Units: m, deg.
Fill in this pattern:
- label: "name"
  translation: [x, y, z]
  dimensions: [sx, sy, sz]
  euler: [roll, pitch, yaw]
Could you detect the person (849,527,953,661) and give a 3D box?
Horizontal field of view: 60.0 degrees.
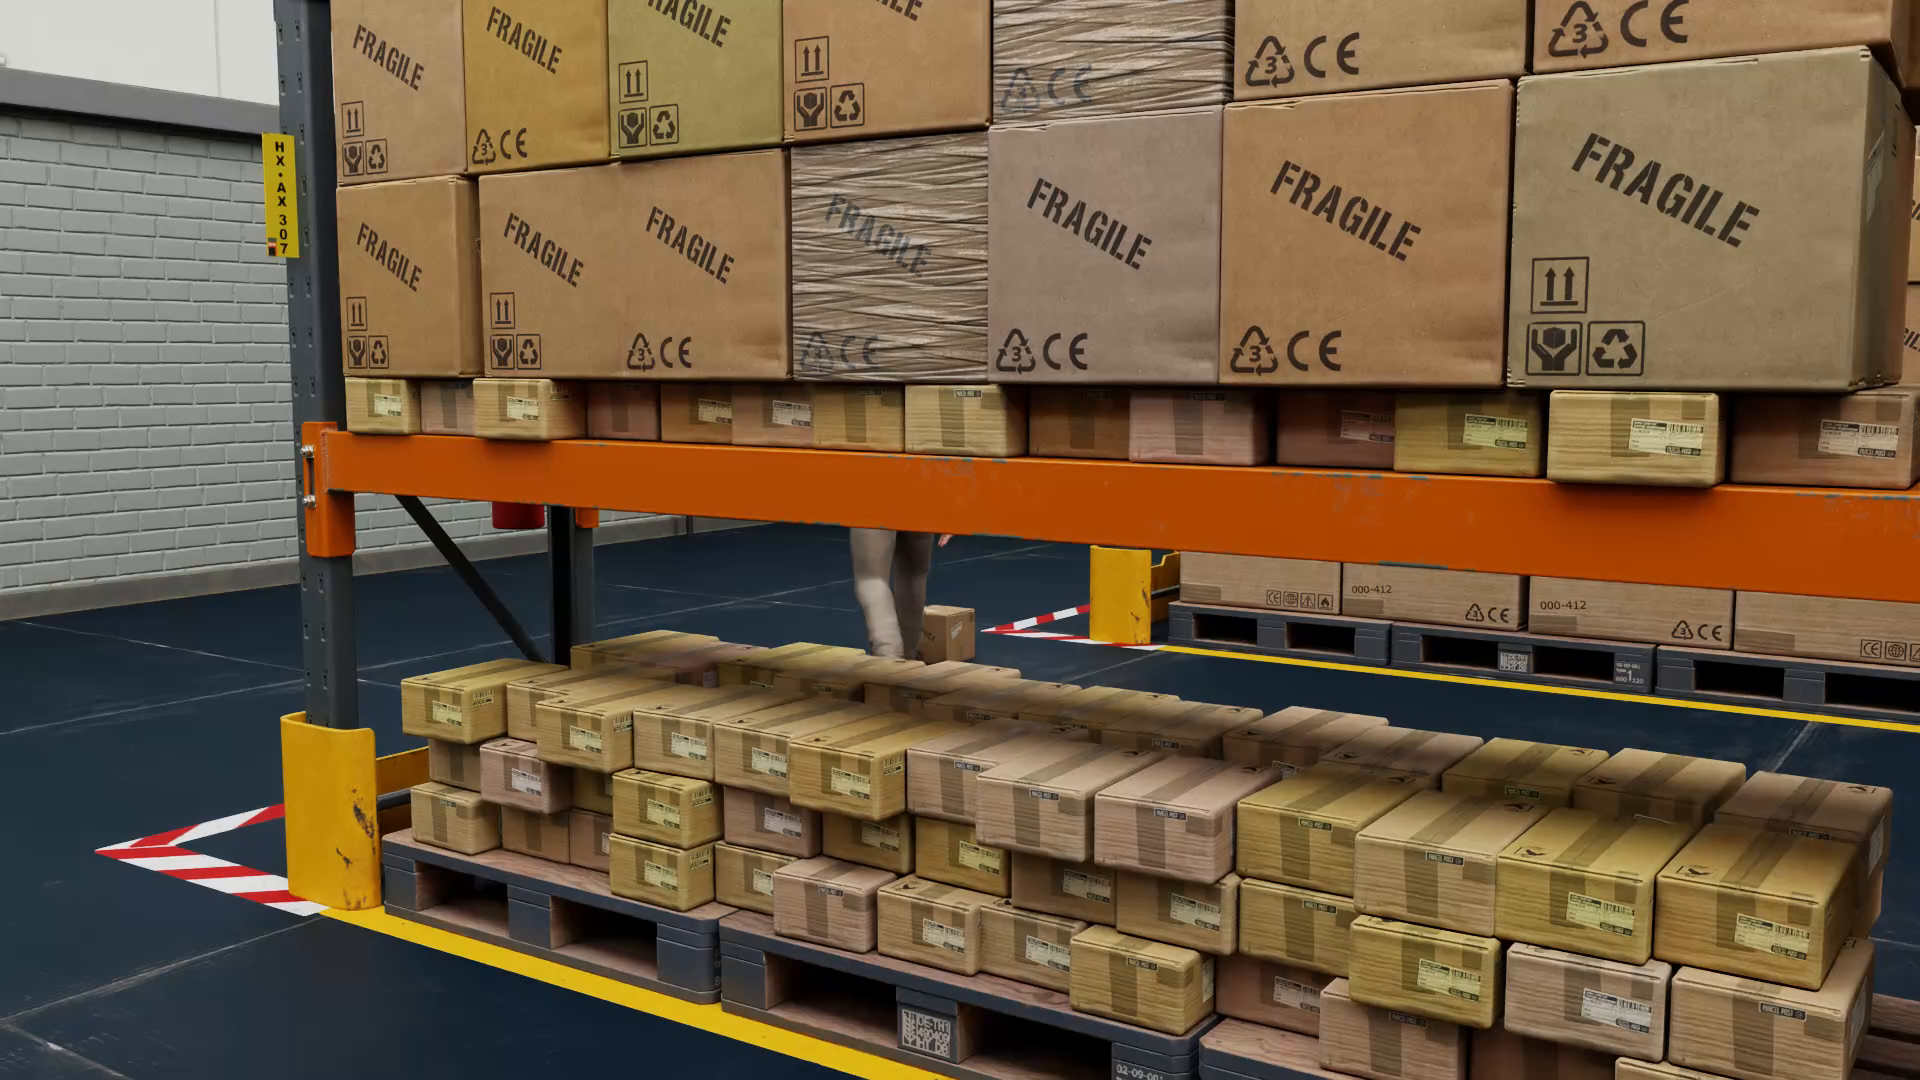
- label: "person"
  translation: [-0.319, -0.185, 7.662]
  dimensions: [0.542, 1.666, 1.056]
  euler: [-2, 6, -15]
